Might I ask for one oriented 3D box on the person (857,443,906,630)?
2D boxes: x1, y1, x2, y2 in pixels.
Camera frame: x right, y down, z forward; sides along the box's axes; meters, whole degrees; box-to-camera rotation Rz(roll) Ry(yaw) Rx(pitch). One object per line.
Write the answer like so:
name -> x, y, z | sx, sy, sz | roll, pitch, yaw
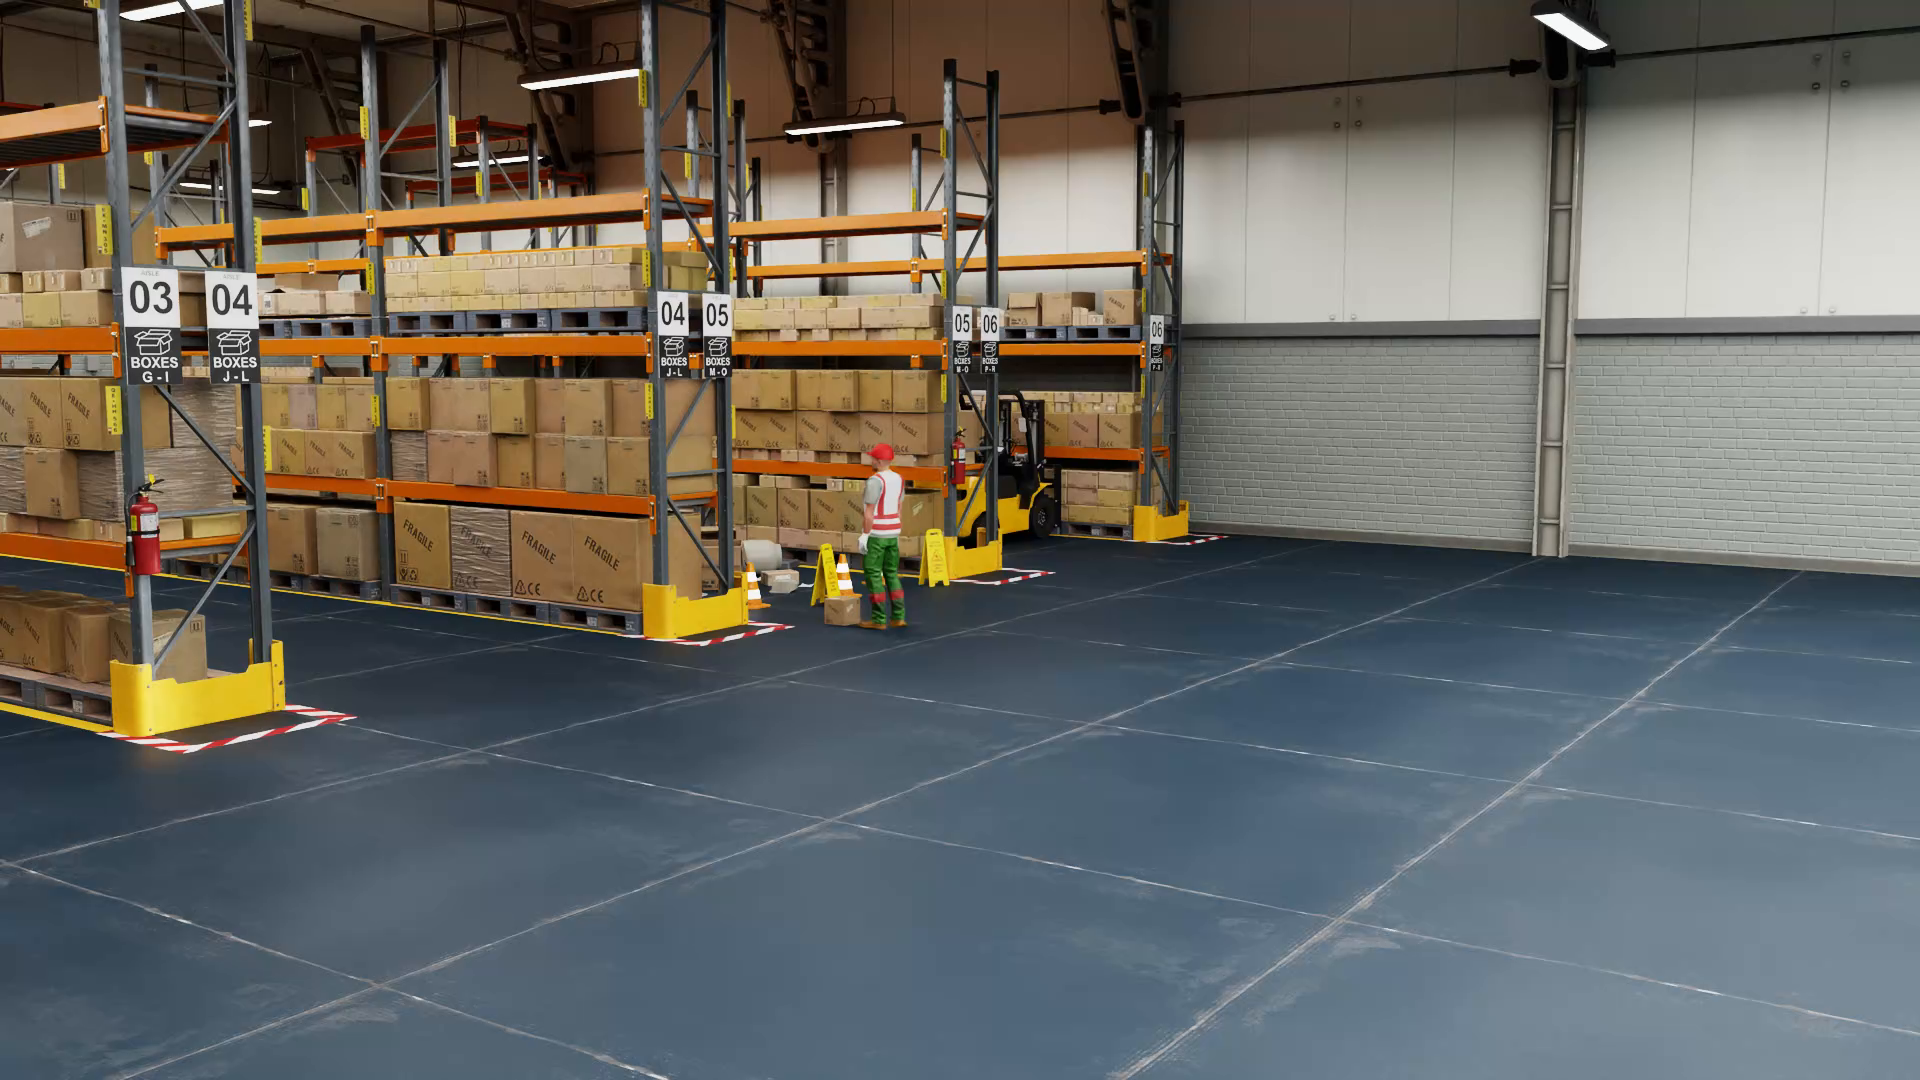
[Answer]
person -> -0.767, -0.011, 15.972 | 0.356, 1.844, 0.525 | 4, 8, 35
